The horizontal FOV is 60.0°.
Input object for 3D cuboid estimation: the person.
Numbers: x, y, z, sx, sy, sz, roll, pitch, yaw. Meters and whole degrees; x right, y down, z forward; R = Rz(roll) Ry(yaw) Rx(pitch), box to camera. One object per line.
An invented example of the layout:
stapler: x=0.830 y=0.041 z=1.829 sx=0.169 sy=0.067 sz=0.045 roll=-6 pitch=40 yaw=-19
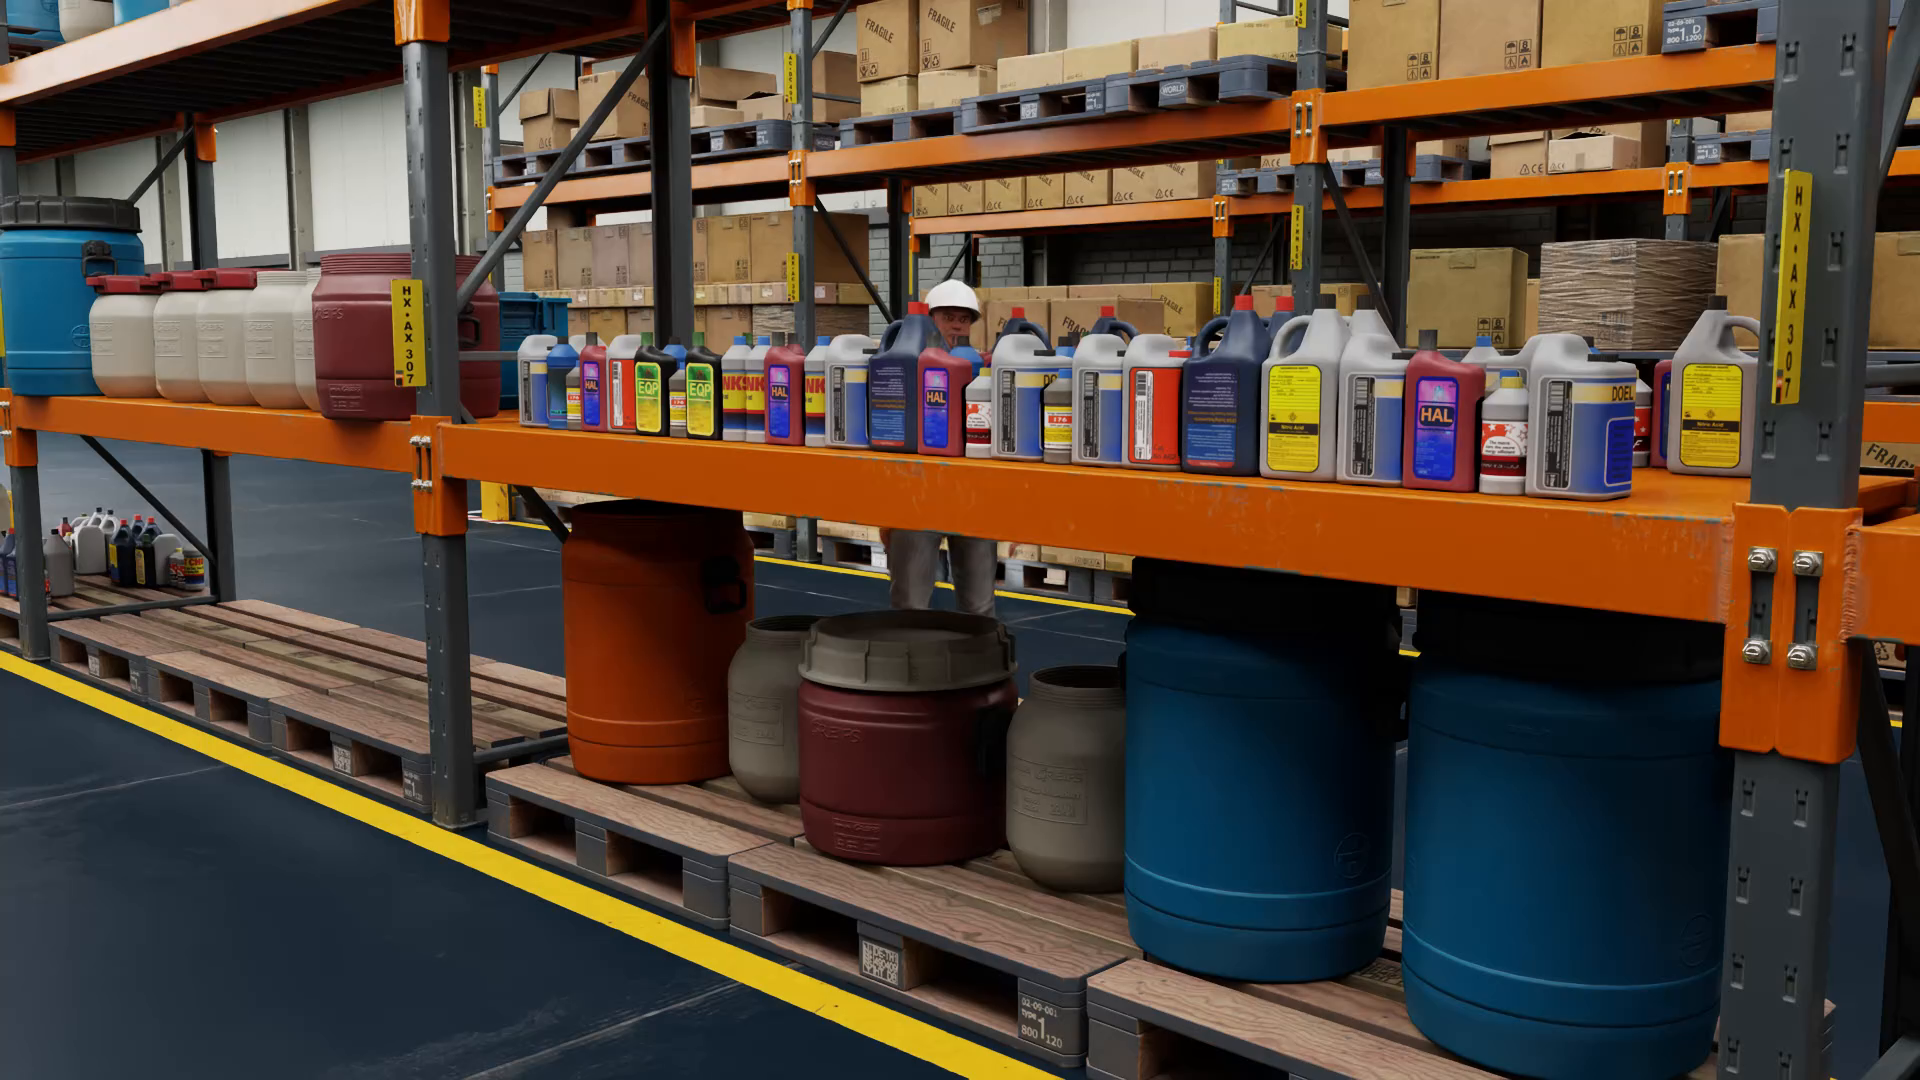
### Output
person: x=-0.052 y=-0.100 z=6.459 sx=0.558 sy=1.809 sz=0.383 roll=-2 pitch=7 yaw=-12
